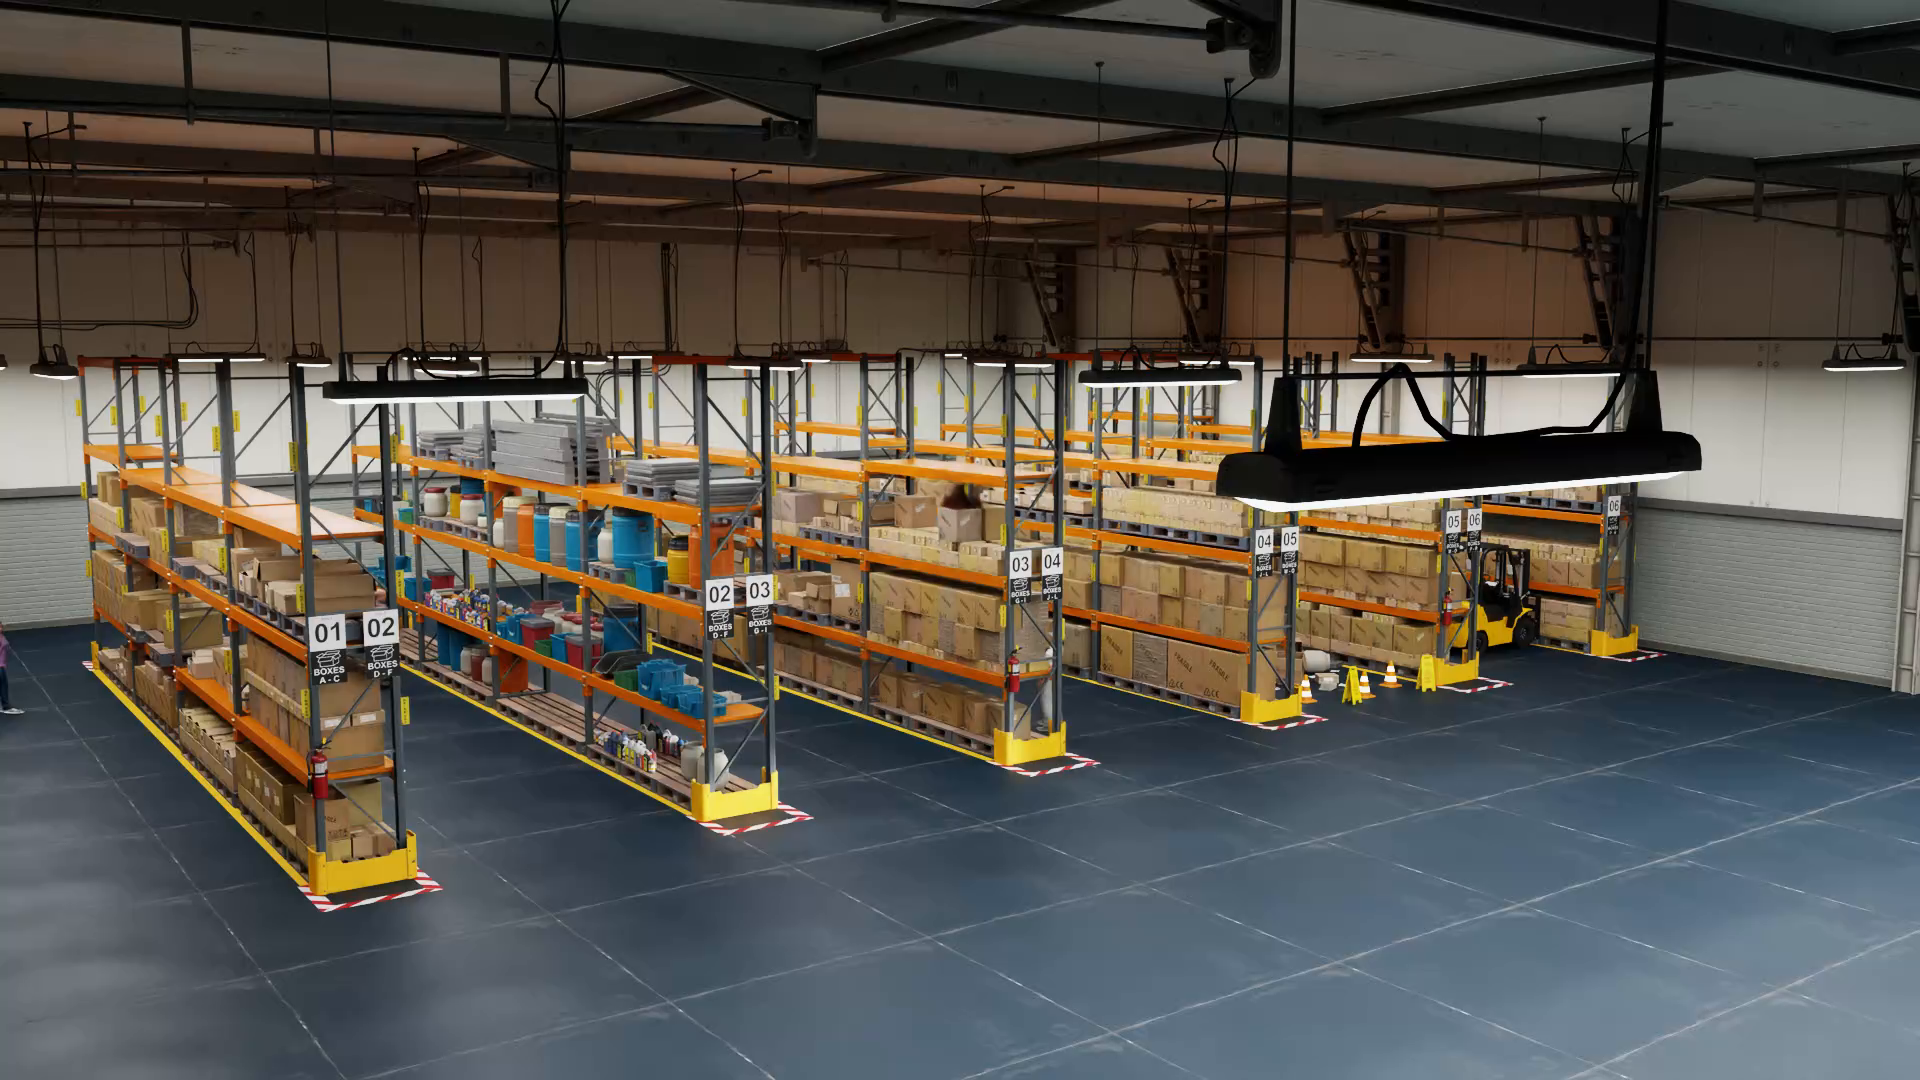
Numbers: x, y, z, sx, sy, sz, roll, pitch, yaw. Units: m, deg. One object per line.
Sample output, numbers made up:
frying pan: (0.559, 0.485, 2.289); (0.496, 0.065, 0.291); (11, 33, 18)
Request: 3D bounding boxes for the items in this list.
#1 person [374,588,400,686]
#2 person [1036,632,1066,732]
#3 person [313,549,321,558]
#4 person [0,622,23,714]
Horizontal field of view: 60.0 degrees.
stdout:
person: (-10.550, 1.763, 30.349); (0.556, 1.789, 0.616); (-5, 8, -35)
person: (1.422, 2.263, 26.967); (0.608, 1.631, 0.511); (6, 9, 42)
person: (-14.210, 1.038, 36.903); (1.023, 1.686, 0.637); (2, 7, 13)
person: (-16.170, 2.187, 28.118); (0.509, 1.496, 0.443); (-3, 8, -24)
